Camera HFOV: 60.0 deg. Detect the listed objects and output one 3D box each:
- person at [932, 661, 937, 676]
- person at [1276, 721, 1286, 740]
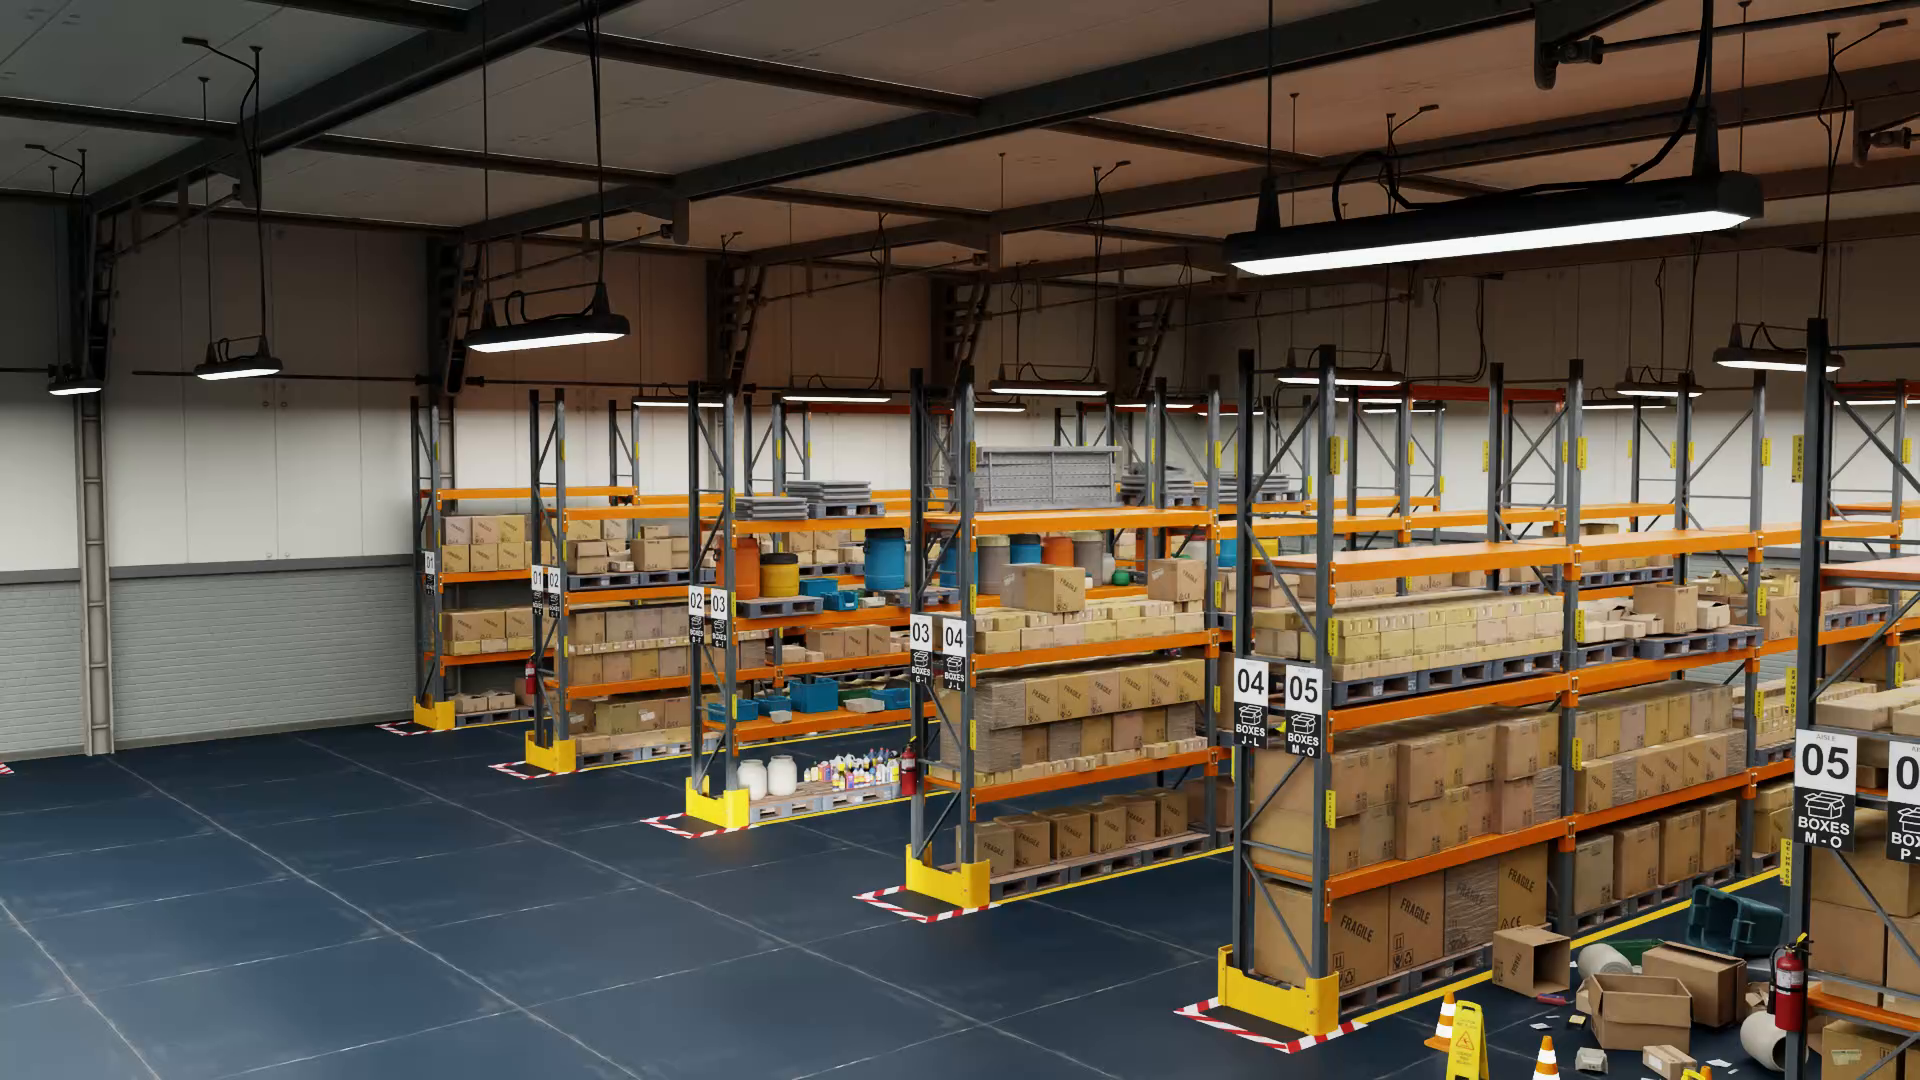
[{"bbox_3d":[-0.752,2.277,33.959,0.932,1.733,0.712,-1,4,-23],"label":"person"},{"bbox_3d":[3.987,3.078,20.313,0.582,1.762,0.437,-1,4,-17],"label":"person"}]
